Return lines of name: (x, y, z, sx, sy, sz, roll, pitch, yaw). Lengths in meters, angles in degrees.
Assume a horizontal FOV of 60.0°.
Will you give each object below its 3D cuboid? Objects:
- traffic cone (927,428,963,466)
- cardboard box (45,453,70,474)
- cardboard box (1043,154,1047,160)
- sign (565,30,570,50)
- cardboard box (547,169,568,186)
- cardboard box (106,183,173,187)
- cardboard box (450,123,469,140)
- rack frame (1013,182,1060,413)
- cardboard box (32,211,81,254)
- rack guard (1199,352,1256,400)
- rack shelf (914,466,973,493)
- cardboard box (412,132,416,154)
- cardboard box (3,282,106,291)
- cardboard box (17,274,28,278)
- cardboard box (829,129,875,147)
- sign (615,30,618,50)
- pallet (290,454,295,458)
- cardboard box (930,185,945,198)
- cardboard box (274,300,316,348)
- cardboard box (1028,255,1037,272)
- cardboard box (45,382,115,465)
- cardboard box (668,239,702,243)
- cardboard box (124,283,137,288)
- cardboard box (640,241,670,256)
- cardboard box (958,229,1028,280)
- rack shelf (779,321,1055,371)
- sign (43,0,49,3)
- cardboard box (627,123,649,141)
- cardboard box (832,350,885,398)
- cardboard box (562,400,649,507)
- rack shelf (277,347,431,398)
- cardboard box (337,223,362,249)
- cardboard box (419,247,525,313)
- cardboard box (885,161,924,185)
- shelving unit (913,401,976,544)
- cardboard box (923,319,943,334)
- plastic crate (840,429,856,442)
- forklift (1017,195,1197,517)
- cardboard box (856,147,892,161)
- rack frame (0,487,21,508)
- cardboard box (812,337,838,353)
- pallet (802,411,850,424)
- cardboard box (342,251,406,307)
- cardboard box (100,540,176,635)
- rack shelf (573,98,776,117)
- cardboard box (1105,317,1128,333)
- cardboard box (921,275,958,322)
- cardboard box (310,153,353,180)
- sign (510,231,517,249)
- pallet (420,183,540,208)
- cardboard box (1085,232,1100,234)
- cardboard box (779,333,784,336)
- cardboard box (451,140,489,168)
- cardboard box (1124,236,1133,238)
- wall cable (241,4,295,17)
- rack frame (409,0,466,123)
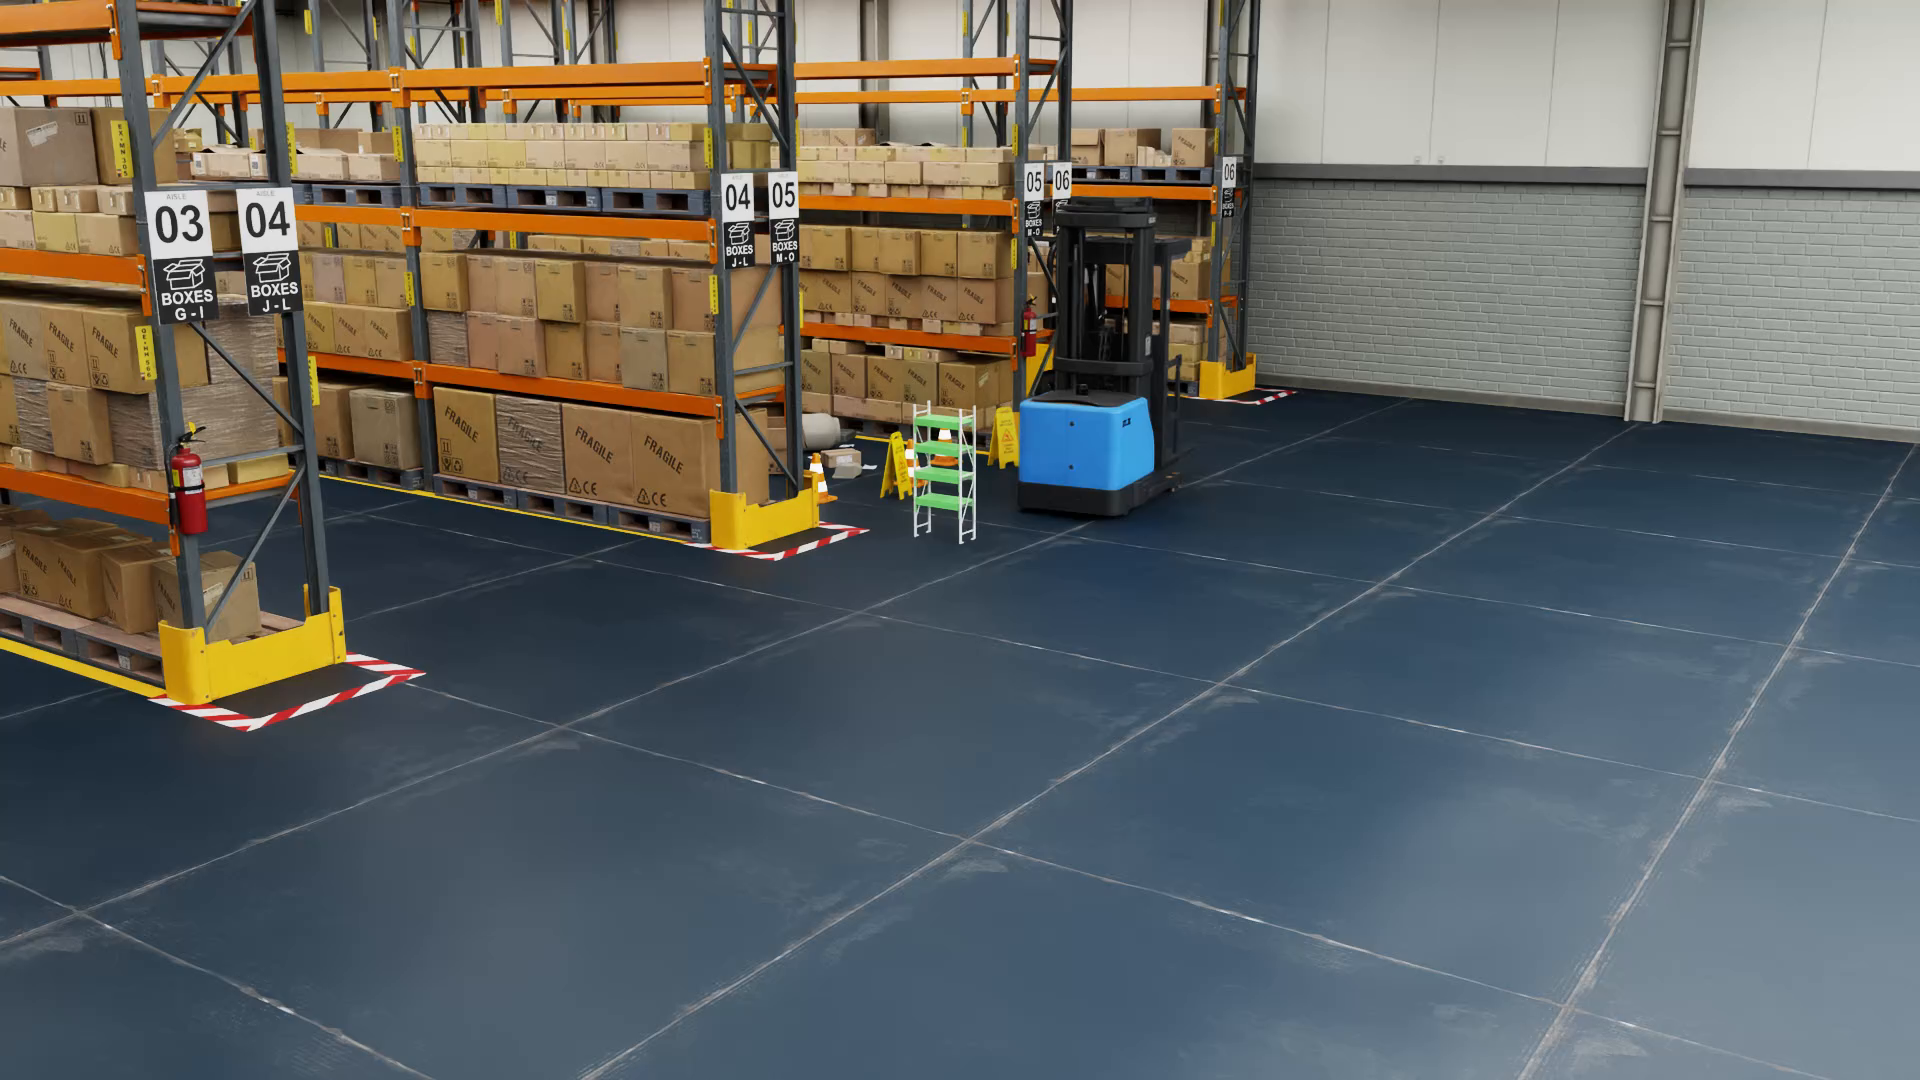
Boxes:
traffic cone: (-0.161, -1.072, 18.193, 0.334, 0.463, 0.336, 9, 17, 33)
cardboard box: (-6.013, -0.567, 11.394, 0.250, 0.149, 0.380, 9, 17, 33)
cardboard box: (1.204, -5.393, 23.564, 0.250, 0.149, 0.380, 10, 17, 34)
sign: (-6.593, -8.401, 27.925, 0.005, 0.325, 0.100, 9, 17, 33)
cardboard box: (-3.494, -3.271, 14.993, 0.250, 0.149, 0.380, 9, 17, 33)
cardboard box: (-5.540, -2.335, 11.253, 0.250, 0.149, 0.380, 9, 17, 33)
cardboard box: (-4.548, -3.828, 15.585, 0.250, 0.149, 0.380, 9, 17, 32)
rack frame: (0.915, -2.503, 18.694, 0.127, 3.000, 1.000, 9, 17, 33)
cardboard box: (-5.573, -1.991, 10.694, 0.500, 0.250, 0.500, 9, 17, 33)
rack guard: (3.702, -2.277, 22.981, 0.348, 0.500, 1.175, 9, 17, 33)
rack shelf: (-0.137, -0.543, 14.784, 0.480, 0.148, 0.258, 9, 17, 33)
cardboard box: (-7.347, -5.463, 23.326, 0.500, 0.500, 0.500, 9, 17, 33)
cardboard box: (-6.578, -1.603, 12.147, 0.500, 0.500, 0.500, 9, 17, 33)
cardboard box: (-11.205, -3.267, 20.190, 0.250, 0.149, 0.380, 9, 17, 33)
cardboard box: (-1.646, -6.041, 25.453, 0.500, 0.500, 0.500, 10, 17, 34)
sign: (-5.970, -8.657, 28.793, 0.005, 0.325, 0.100, 9, 17, 33)
pallet: (-7.789, -1.101, 18.833, 1.213, 0.211, 1.003, 9, 17, 33)
cardboard box: (-0.136, -3.946, 18.802, 0.250, 0.149, 0.380, 9, 17, 33)
cardboard box: (-6.926, -2.308, 17.695, 0.500, 0.500, 0.500, 9, 17, 32)
cardboard box: (1.027, -3.901, 24.129, 0.500, 0.500, 0.500, 10, 17, 34)
cardboard box: (-5.538, -0.843, 11.158, 0.500, 0.500, 0.875, 9, 17, 33)
cardboard box: (-3.492, -3.858, 21.116, 0.250, 0.149, 0.380, 9, 16, 31)
cardboard box: (-9.271, -2.955, 18.928, 0.250, 0.149, 0.380, 9, 16, 32)
cardboard box: (-3.752, -3.590, 21.380, 0.500, 0.500, 0.500, 10, 17, 35)
cardboard box: (0.370, -3.207, 18.627, 0.500, 0.500, 0.700, 9, 16, 31)
rack shelf: (-0.744, -2.422, 19.864, 4.000, 0.370, 1.077, 9, 17, 33)
sign: (-11.416, -6.666, 20.751, 0.005, 0.325, 0.100, 9, 17, 33)
cardboard box: (-2.651, -3.522, 14.348, 0.250, 0.149, 0.380, 10, 17, 34)
cardboard box: (-1.185, -2.001, 19.951, 0.500, 0.500, 0.500, 10, 17, 36)
cardboard box: (-3.094, -0.871, 15.646, 0.875, 0.875, 0.875, 9, 16, 32)
rack shelf: (-6.742, -1.958, 17.989, 4.000, 0.370, 1.077, 9, 17, 33)
cardboard box: (-8.837, -4.530, 24.593, 0.500, 0.500, 0.500, 9, 17, 33)
cardboard box: (-4.796, -2.580, 16.444, 0.550, 0.550, 0.875, 9, 17, 33)
cardboard box: (-0.509, -4.182, 18.927, 0.500, 0.250, 0.500, 10, 17, 34)
shelving unit: (-0.137, -0.605, 14.769, 0.503, 1.200, 0.258, 9, 17, 33)
cardboard box: (-0.218, -2.468, 19.073, 0.250, 0.149, 0.380, 10, 17, 34)
plastic crate: (-1.559, -1.249, 19.701, 0.583, 0.080, 0.402, 3, 14, 14)
forklift: (1.630, -1.950, 16.602, 1.130, 2.935, 3.031, 7, 15, 25)
cardboard box: (-0.988, -4.462, 19.226, 0.250, 0.149, 0.380, 10, 17, 34)
rack frame: (-7.934, -1.064, 12.879, 0.127, 3.000, 1.000, 9, 17, 33)
cardboard box: (-1.567, -2.358, 20.043, 0.250, 0.149, 0.380, 10, 17, 35)
pallet: (-1.827, -1.603, 20.861, 1.213, 0.211, 1.003, 9, 17, 33)
cardboard box: (-5.926, -2.707, 17.228, 0.500, 0.500, 0.700, 9, 16, 32)
cardboard box: (-5.639, 0.322, 11.610, 0.500, 0.500, 0.500, -12, 18, -39)
rack shelf: (-4.615, -7.203, 27.525, 4.000, 0.370, 1.077, 9, 17, 33)
cardboard box: (2.275, -2.981, 23.389, 0.500, 0.250, 0.500, 9, 17, 34)
cardboard box: (-0.102, -2.782, 18.993, 0.500, 0.500, 0.500, 9, 17, 33)
cardboard box: (-6.230, -3.797, 16.906, 0.500, 0.250, 0.500, 9, 17, 32)
sign: (-6.030, -4.027, 22.440, 0.005, 0.325, 0.100, 9, 17, 33)
pallet: (-4.409, -3.341, 16.018, 1.213, 0.211, 1.003, 9, 17, 33)
cardboard box: (1.842, -4.377, 24.086, 0.250, 0.149, 0.380, 9, 16, 32)
cardboard box: (-2.446, -3.531, 26.914, 0.625, 0.625, 0.875, 10, 17, 35)
cardboard box: (-4.413, -3.631, 15.616, 0.500, 0.250, 0.500, 9, 17, 32)
cardboard box: (2.370, -4.125, 23.068, 0.250, 0.149, 0.380, 10, 17, 34)
wall cable: (-13.563, -12.263, 34.062, 0.133, 3.039, 2.988, 9, 17, 33)
rack frame: (-9.594, -8.551, 30.641, 0.127, 3.000, 1.000, 9, 17, 33)
